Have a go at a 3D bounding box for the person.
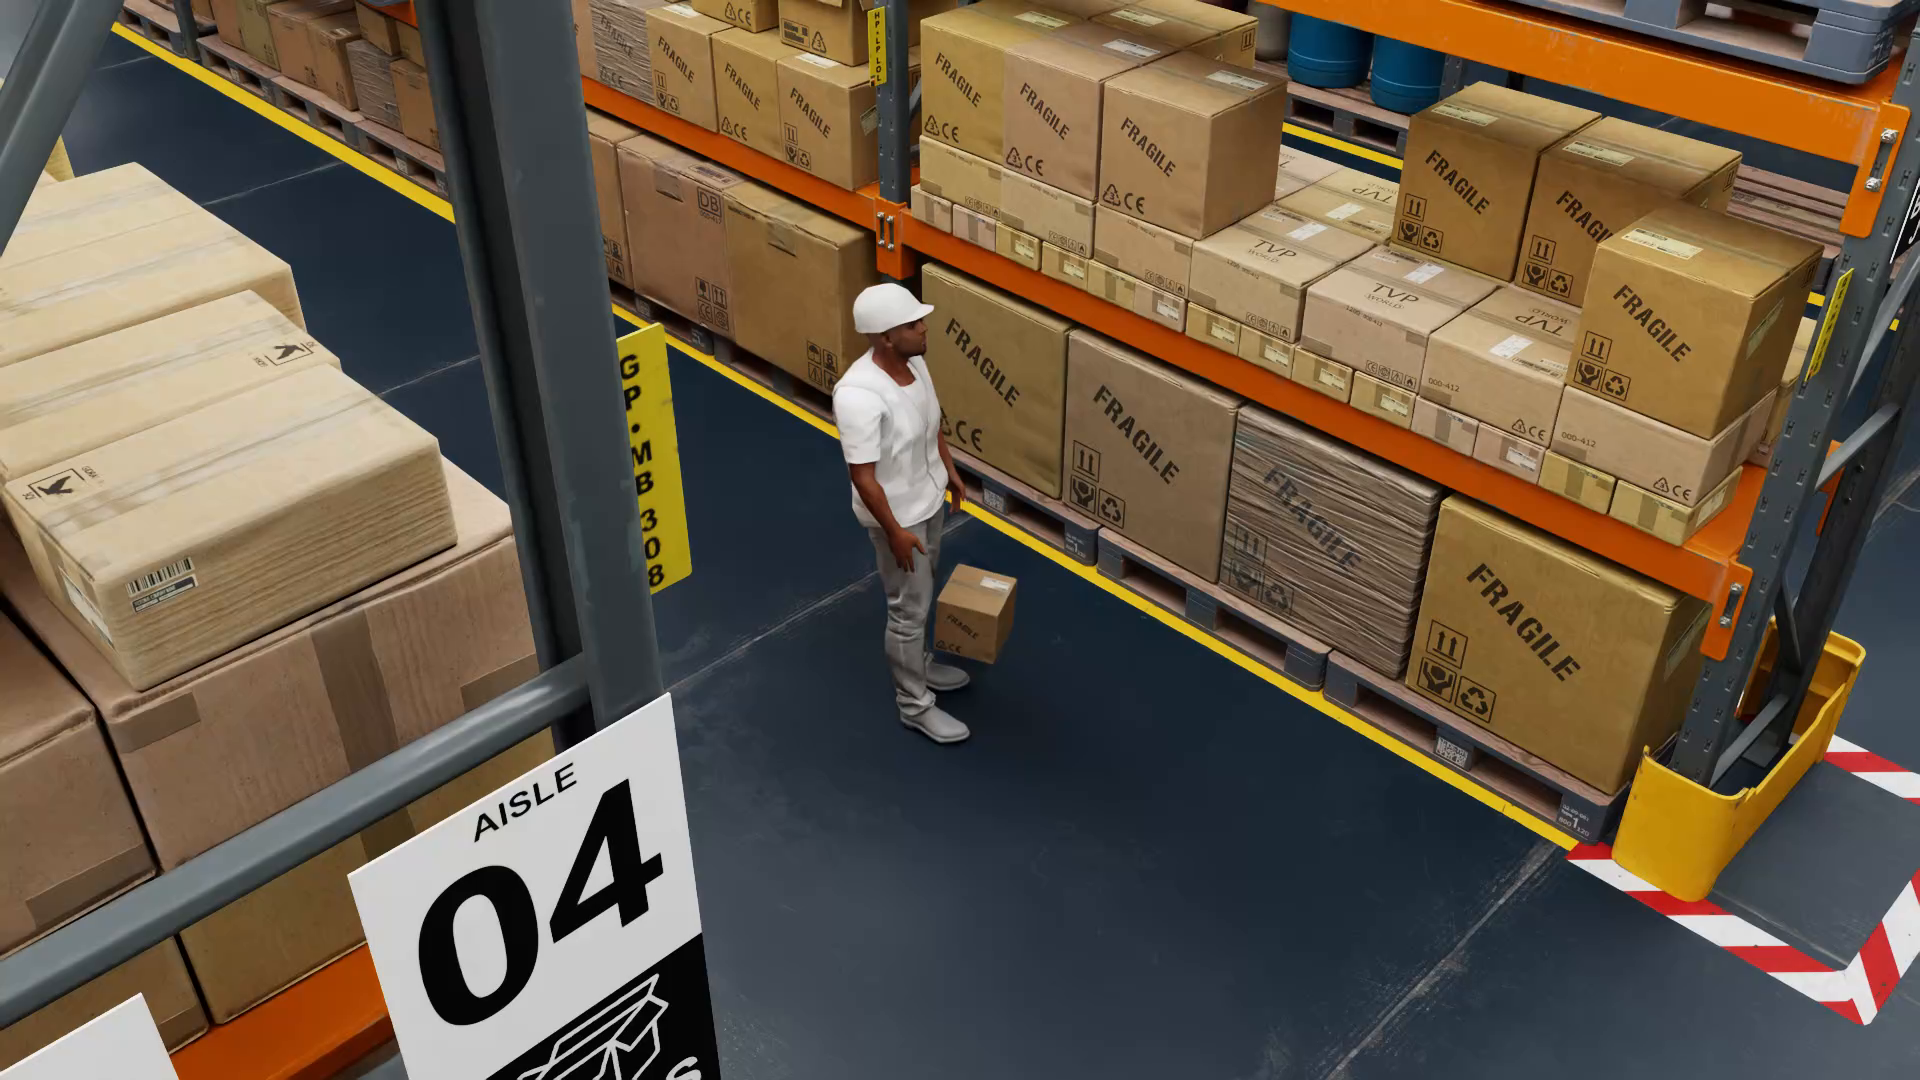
[{"bbox_3d":[-0.146,-0.124,6.288,0.576,1.766,0.629,12,37,17],"label":"person"}]
